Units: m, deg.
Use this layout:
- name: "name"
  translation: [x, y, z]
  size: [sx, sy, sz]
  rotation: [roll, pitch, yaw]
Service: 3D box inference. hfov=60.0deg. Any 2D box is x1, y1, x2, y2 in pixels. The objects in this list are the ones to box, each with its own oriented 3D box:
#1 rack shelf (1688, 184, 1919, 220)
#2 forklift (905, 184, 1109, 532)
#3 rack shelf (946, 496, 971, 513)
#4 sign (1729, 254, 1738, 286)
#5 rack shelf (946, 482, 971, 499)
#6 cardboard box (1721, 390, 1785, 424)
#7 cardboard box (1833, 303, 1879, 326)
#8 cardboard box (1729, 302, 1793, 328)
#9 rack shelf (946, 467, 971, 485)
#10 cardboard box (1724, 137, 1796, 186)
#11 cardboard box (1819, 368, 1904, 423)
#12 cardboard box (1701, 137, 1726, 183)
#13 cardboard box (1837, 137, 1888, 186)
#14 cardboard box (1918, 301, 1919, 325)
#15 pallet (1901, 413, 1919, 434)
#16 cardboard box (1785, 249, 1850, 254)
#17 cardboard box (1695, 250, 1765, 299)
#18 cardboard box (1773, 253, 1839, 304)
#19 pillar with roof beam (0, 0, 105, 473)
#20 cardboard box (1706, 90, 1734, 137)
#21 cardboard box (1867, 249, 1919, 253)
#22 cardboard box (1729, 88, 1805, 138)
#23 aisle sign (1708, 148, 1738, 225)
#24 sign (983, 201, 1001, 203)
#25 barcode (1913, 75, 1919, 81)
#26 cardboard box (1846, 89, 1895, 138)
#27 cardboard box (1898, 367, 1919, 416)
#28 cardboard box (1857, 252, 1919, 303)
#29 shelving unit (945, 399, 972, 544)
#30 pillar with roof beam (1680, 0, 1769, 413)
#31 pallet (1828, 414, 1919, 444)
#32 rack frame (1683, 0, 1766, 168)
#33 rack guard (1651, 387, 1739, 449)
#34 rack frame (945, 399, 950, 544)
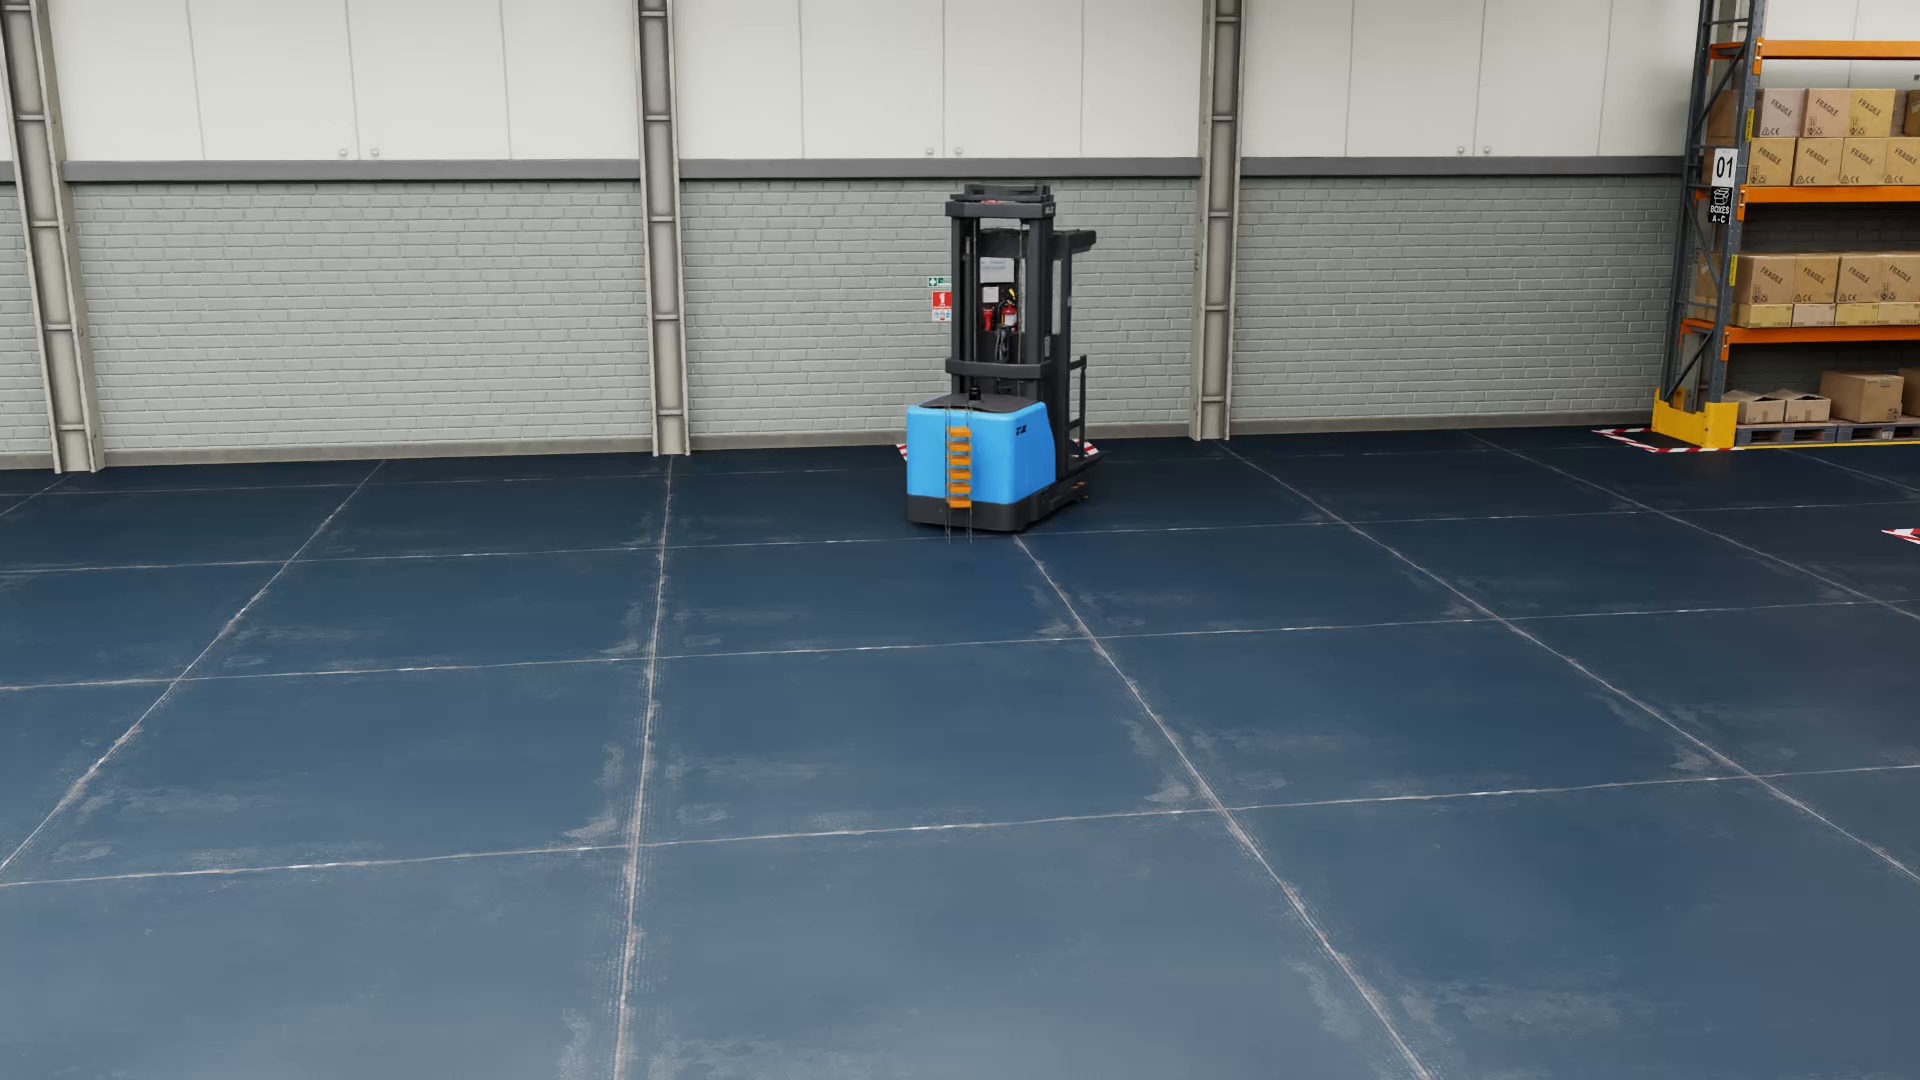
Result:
- name: "rack shelf"
  translation: [10.167, -3.777, 18.428]
  size: [4.000, 0.370, 1.077]
  rotation: [-2, 14, -8]
- name: "forklift"
  translation: [0.588, -1.805, 15.394]
  size: [1.130, 2.935, 3.031]
  rotation: [6, 15, 24]
- name: "rack shelf"
  translation: [-0.015, -0.305, 14.142]
  size: [0.180, 0.103, 0.258]
  rotation: [-2, 14, -8]
- name: "sign"
  translation: [8.270, -2.888, 17.791]
  size: [0.005, 0.325, 0.100]
  rotation: [-2, 14, -8]
- name: "rack shelf"
  translation: [-0.015, -0.422, 14.113]
  size: [0.180, 0.103, 0.258]
  rotation: [-2, 14, -8]
- name: "cardboard box"
  translation: [8.887, -1.511, 18.704]
  size: [0.500, 0.311, 0.500]
  rotation: [-4, 15, -15]
- name: "cardboard box"
  translation: [9.735, -2.516, 18.355]
  size: [0.500, 0.250, 0.500]
  rotation: [-2, 14, -9]
- name: "cardboard box"
  translation: [8.719, -2.477, 18.198]
  size: [0.500, 0.250, 0.500]
  rotation: [-3, 14, -10]
- name: "rack shelf"
  translation: [-0.015, -0.538, 14.084]
  size: [0.180, 0.103, 0.258]
  rotation: [-2, 14, -8]
- name: "cardboard box"
  translation: [8.557, -4.064, 17.846]
  size: [0.500, 0.500, 0.500]
  rotation: [-2, 14, -7]
- name: "cardboard box"
  translation: [10.183, -1.638, 18.821]
  size: [0.500, 0.500, 0.700]
  rotation: [-3, 14, -12]
- name: "cardboard box"
  translation: [8.564, -4.188, 18.340]
  size: [0.500, 0.500, 0.500]
  rotation: [-1, 14, -4]
- name: "cardboard box"
  translation: [9.606, -4.094, 17.968]
  size: [0.500, 0.500, 0.500]
  rotation: [-1, 14, -6]
- name: "cardboard box"
  translation: [10.732, -2.552, 18.500]
  size: [0.500, 0.250, 0.500]
  rotation: [-2, 14, -9]
- name: "pallet"
  translation: [11.486, -1.358, 19.203]
  size: [1.213, 0.211, 1.003]
  rotation: [-2, 14, -8]
- name: "cardboard box"
  translation: [9.633, -3.003, 18.755]
  size: [0.500, 0.500, 0.500]
  rotation: [-2, 14, -10]
- name: "cardboard box"
  translation: [8.624, -2.967, 18.613]
  size: [0.500, 0.500, 0.500]
  rotation: [-2, 14, -9]
- name: "cardboard box"
  translation: [9.196, -2.860, 18.184]
  size: [0.500, 0.500, 0.500]
  rotation: [-2, 14, -8]
- name: "pillar with roof beam"
  translation: [-8.405, -4.054, 11.887]
  size: [0.400, 9.000, 9.100]
  rotation: [-2, 14, -8]
- name: "cardboard box"
  translation: [8.577, -4.675, 18.228]
  size: [0.500, 0.500, 0.500]
  rotation: [-1, 14, -6]
- name: "cardboard box"
  translation: [10.643, -3.043, 18.914]
  size: [0.500, 0.500, 0.500]
  rotation: [-2, 14, -7]
- name: "cardboard box"
  translation: [8.606, -4.552, 17.738]
  size: [0.500, 0.500, 0.500]
  rotation: [-3, 14, -12]
- name: "aisle sign"
  translation: [8.163, -3.785, 17.802]
  size: [0.004, 0.787, 0.394]
  rotation: [-2, 14, -8]
- name: "sign"
  translation: [0.347, -3.682, 17.972]
  size: [0.199, 0.298, 0.001]
  rotation: [-2, 14, -8]
- name: "barcode"
  translation: [10.706, -5.173, 18.610]
  size: [0.075, 0.075, 0.001]
  rotation: [-2, 14, -8]
- name: "cardboard box"
  translation: [9.615, -4.579, 17.847]
  size: [0.500, 0.500, 0.500]
  rotation: [-2, 14, -7]
- name: "cardboard box"
  translation: [11.124, -1.697, 19.057]
  size: [0.500, 0.500, 0.500]
  rotation: [-3, 14, -13]
- name: "cardboard box"
  translation: [10.217, -2.898, 18.338]
  size: [0.500, 0.500, 0.500]
  rotation: [-2, 14, -7]
- name: "shelving unit"
  translation: [-0.015, -0.581, 14.073]
  size: [0.189, 1.200, 0.258]
  rotation: [-2, 14, -8]
- name: "pillar with roof beam"
  translation: [9.394, -4.706, 14.488]
  size: [0.400, 9.000, 9.100]
  rotation: [-2, 14, -8]
- name: "pallet"
  translation: [10.277, -1.313, 19.023]
  size: [1.213, 0.211, 1.003]
  rotation: [-2, 14, -8]
- name: "rack frame"
  translation: [8.189, -5.508, 17.687]
  size: [0.127, 3.000, 1.000]
  rotation: [-2, 14, -8]
- name: "rack guard"
  translation: [8.264, -1.389, 18.732]
  size: [0.348, 0.500, 1.175]
  rotation: [-2, 14, -8]
- name: "rack frame"
  translation: [-0.105, -0.578, 14.060]
  size: [0.006, 1.200, 0.240]
  rotation: [-2, 14, -8]
